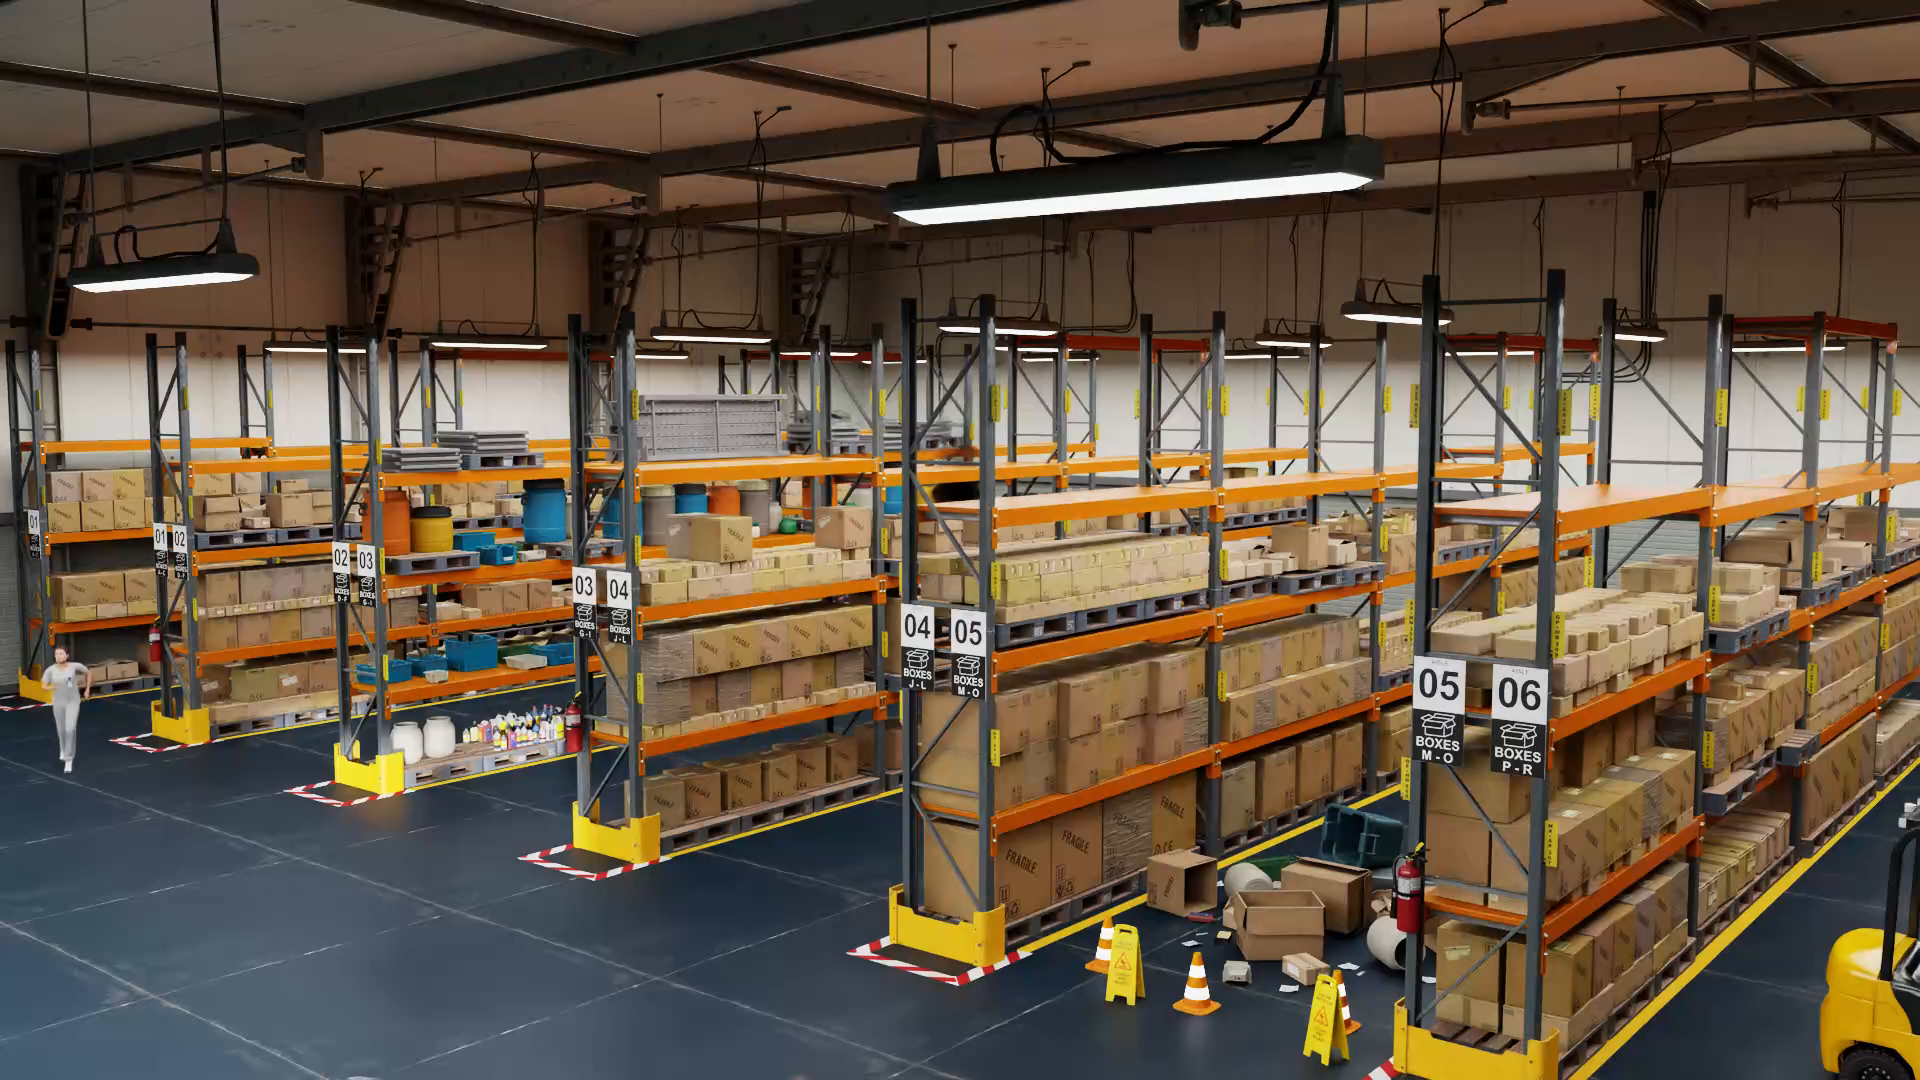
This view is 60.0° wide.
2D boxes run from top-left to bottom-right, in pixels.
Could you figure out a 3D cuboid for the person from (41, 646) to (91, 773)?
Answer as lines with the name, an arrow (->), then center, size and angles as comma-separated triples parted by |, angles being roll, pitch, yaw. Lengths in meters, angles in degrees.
person -> -12.256, 2.282, 22.842 | 0.576, 1.712, 0.894 | -2, 5, -17
